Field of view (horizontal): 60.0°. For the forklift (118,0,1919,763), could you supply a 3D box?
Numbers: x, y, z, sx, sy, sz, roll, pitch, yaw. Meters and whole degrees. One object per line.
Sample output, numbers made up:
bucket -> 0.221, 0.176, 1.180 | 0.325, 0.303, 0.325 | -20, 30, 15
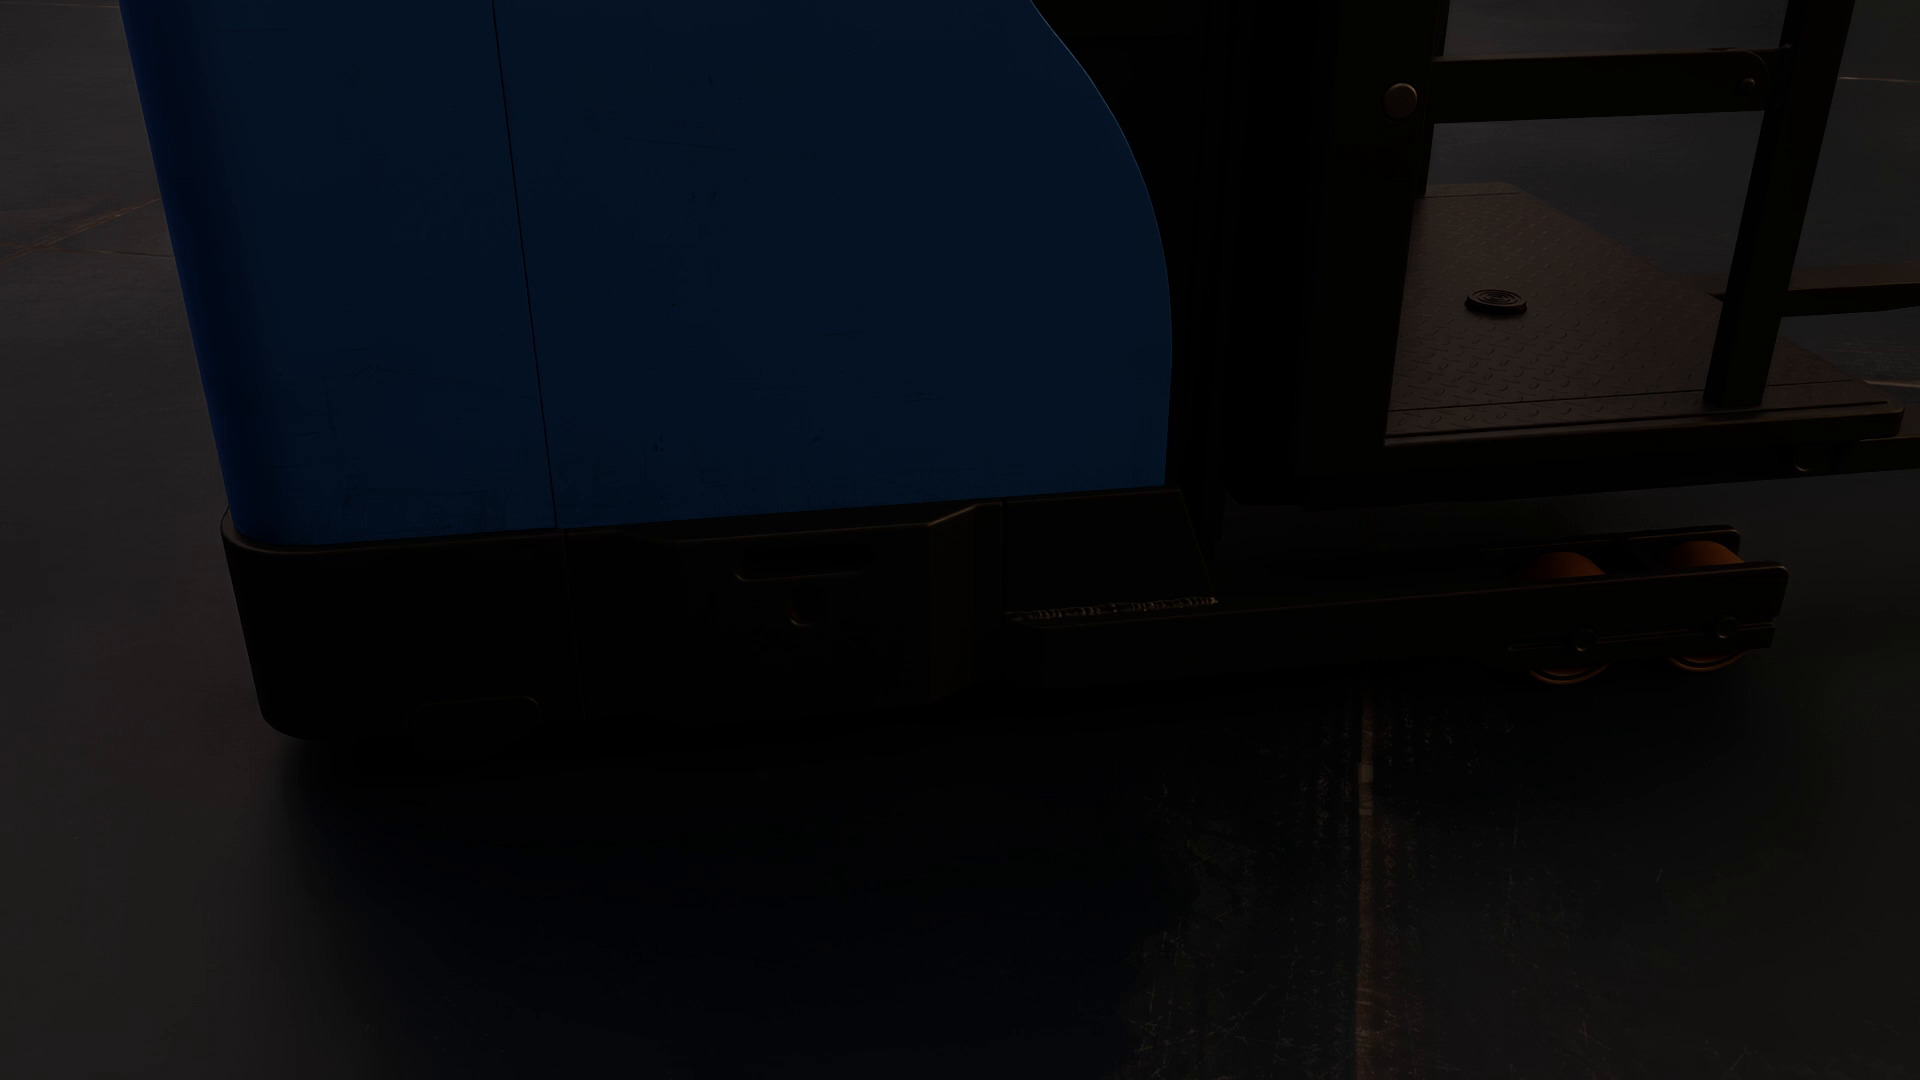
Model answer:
forklift -> 0.600, -1.354, 1.930 | 3.031, 2.935, 1.130 | -4, 27, -9
